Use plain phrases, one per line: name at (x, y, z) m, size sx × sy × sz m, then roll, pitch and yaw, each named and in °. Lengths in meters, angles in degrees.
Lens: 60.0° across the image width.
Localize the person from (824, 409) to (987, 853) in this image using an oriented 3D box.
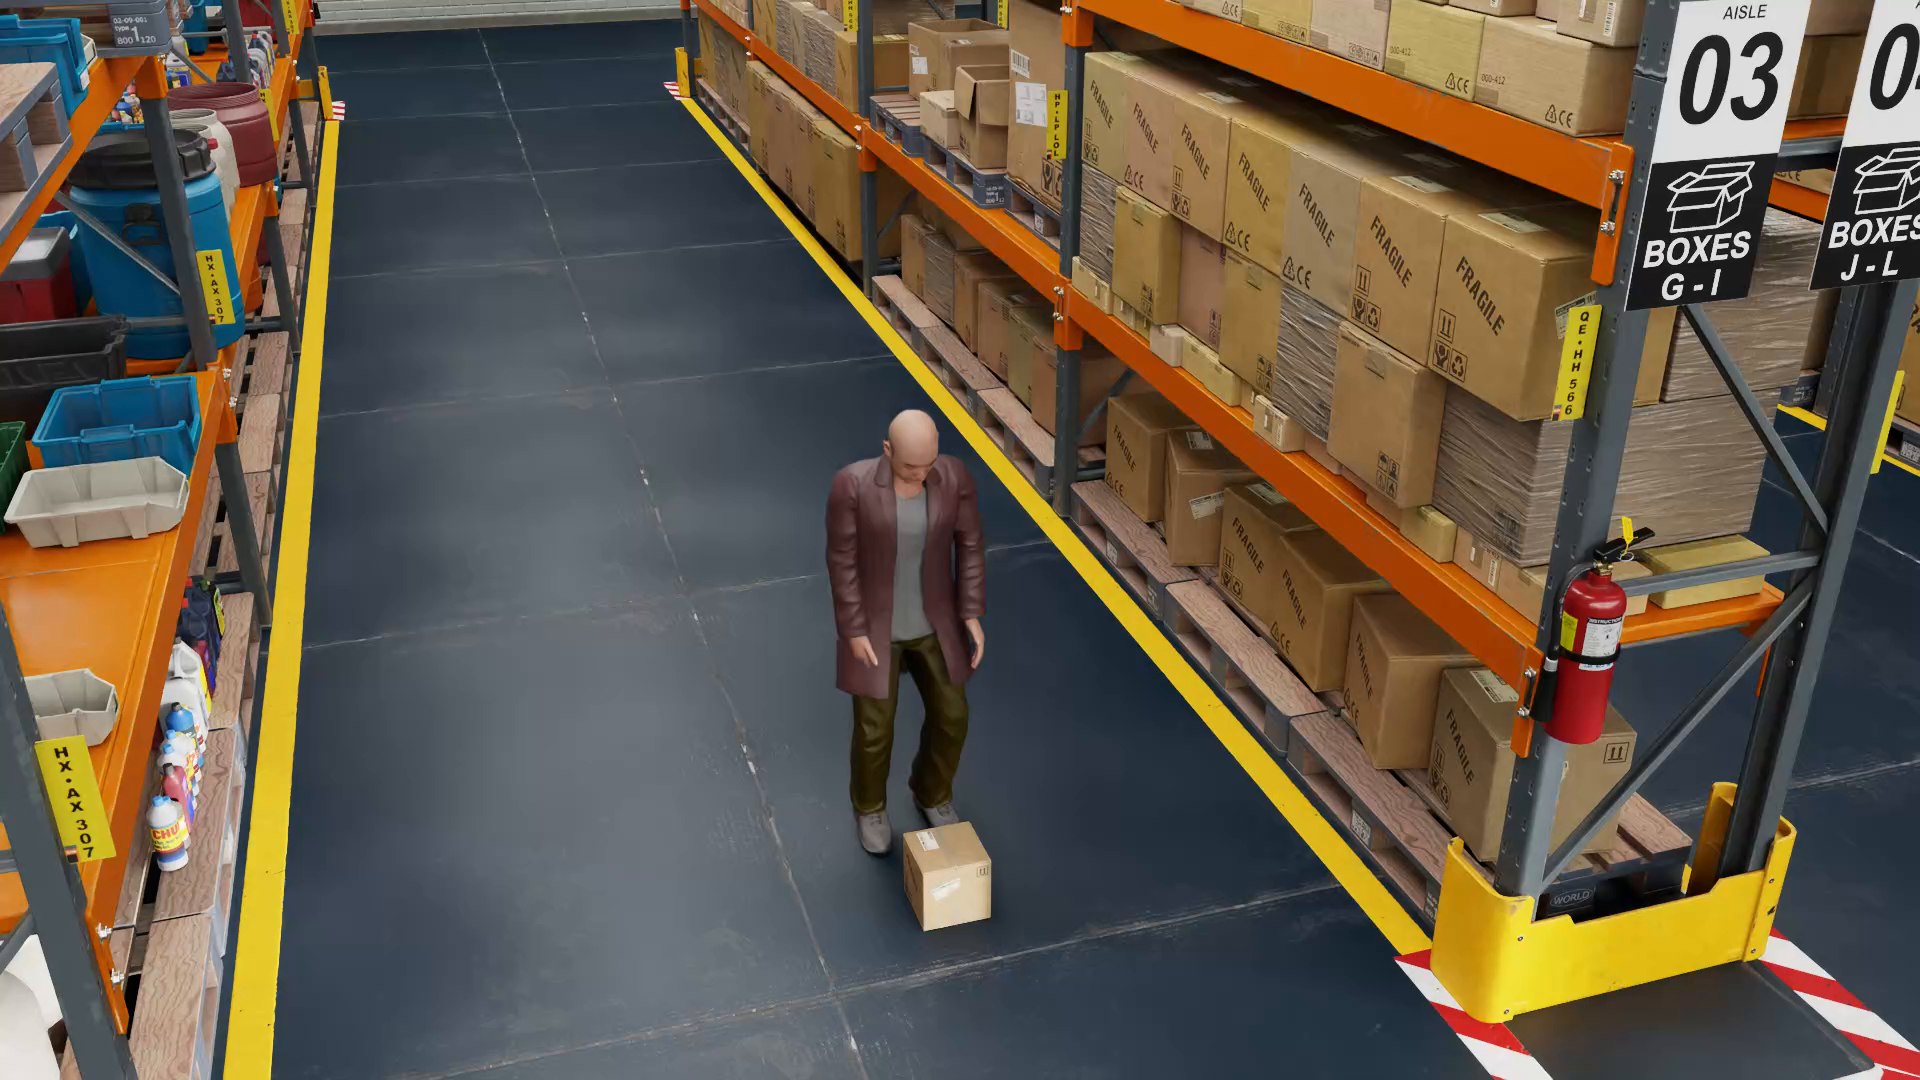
person at (-0.184, 0.318, 6.045) m, size 0.587 × 1.732 × 0.416 m, roll -7°, pitch 27°, yaw -15°
